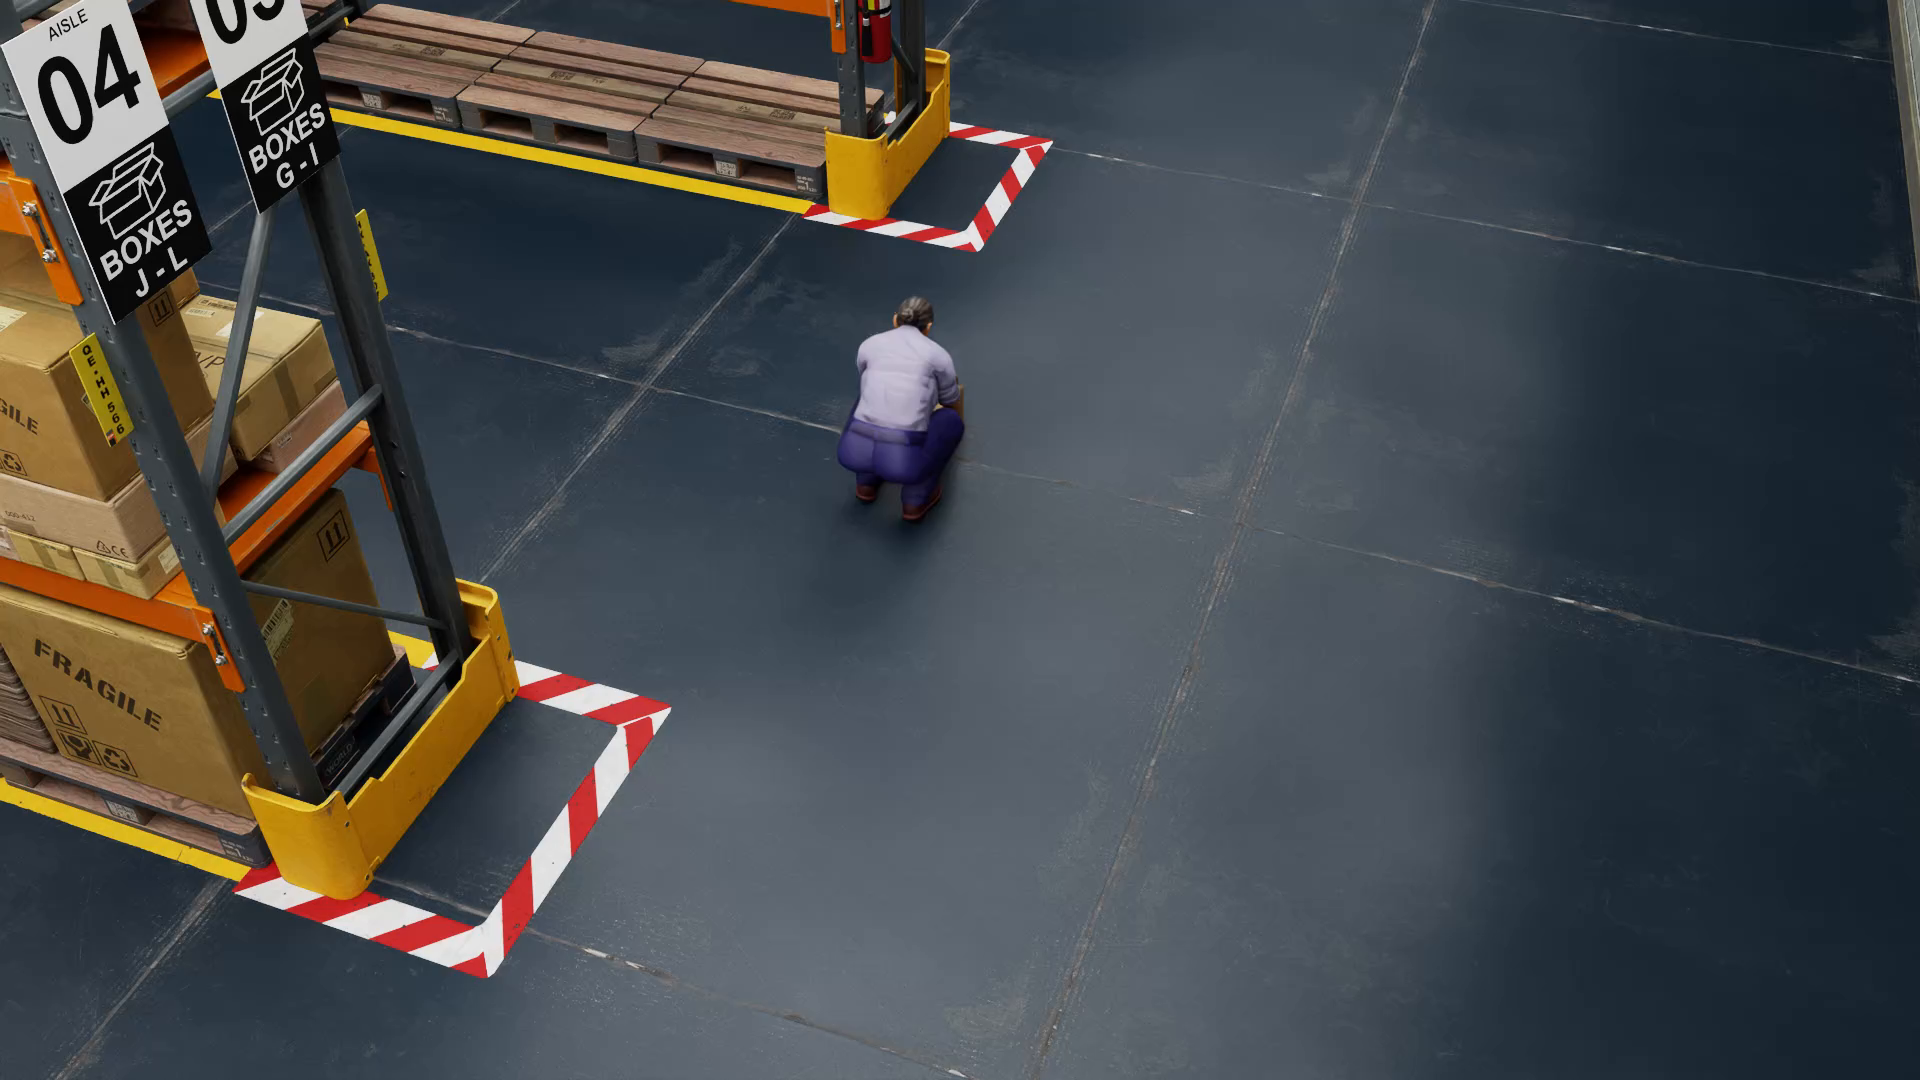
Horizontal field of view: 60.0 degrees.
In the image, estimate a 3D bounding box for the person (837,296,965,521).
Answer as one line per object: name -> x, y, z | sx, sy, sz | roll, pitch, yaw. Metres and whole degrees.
person -> -0.244, -0.588, 7.505 | 0.515, 0.788, 0.738 | 14, 44, 15
